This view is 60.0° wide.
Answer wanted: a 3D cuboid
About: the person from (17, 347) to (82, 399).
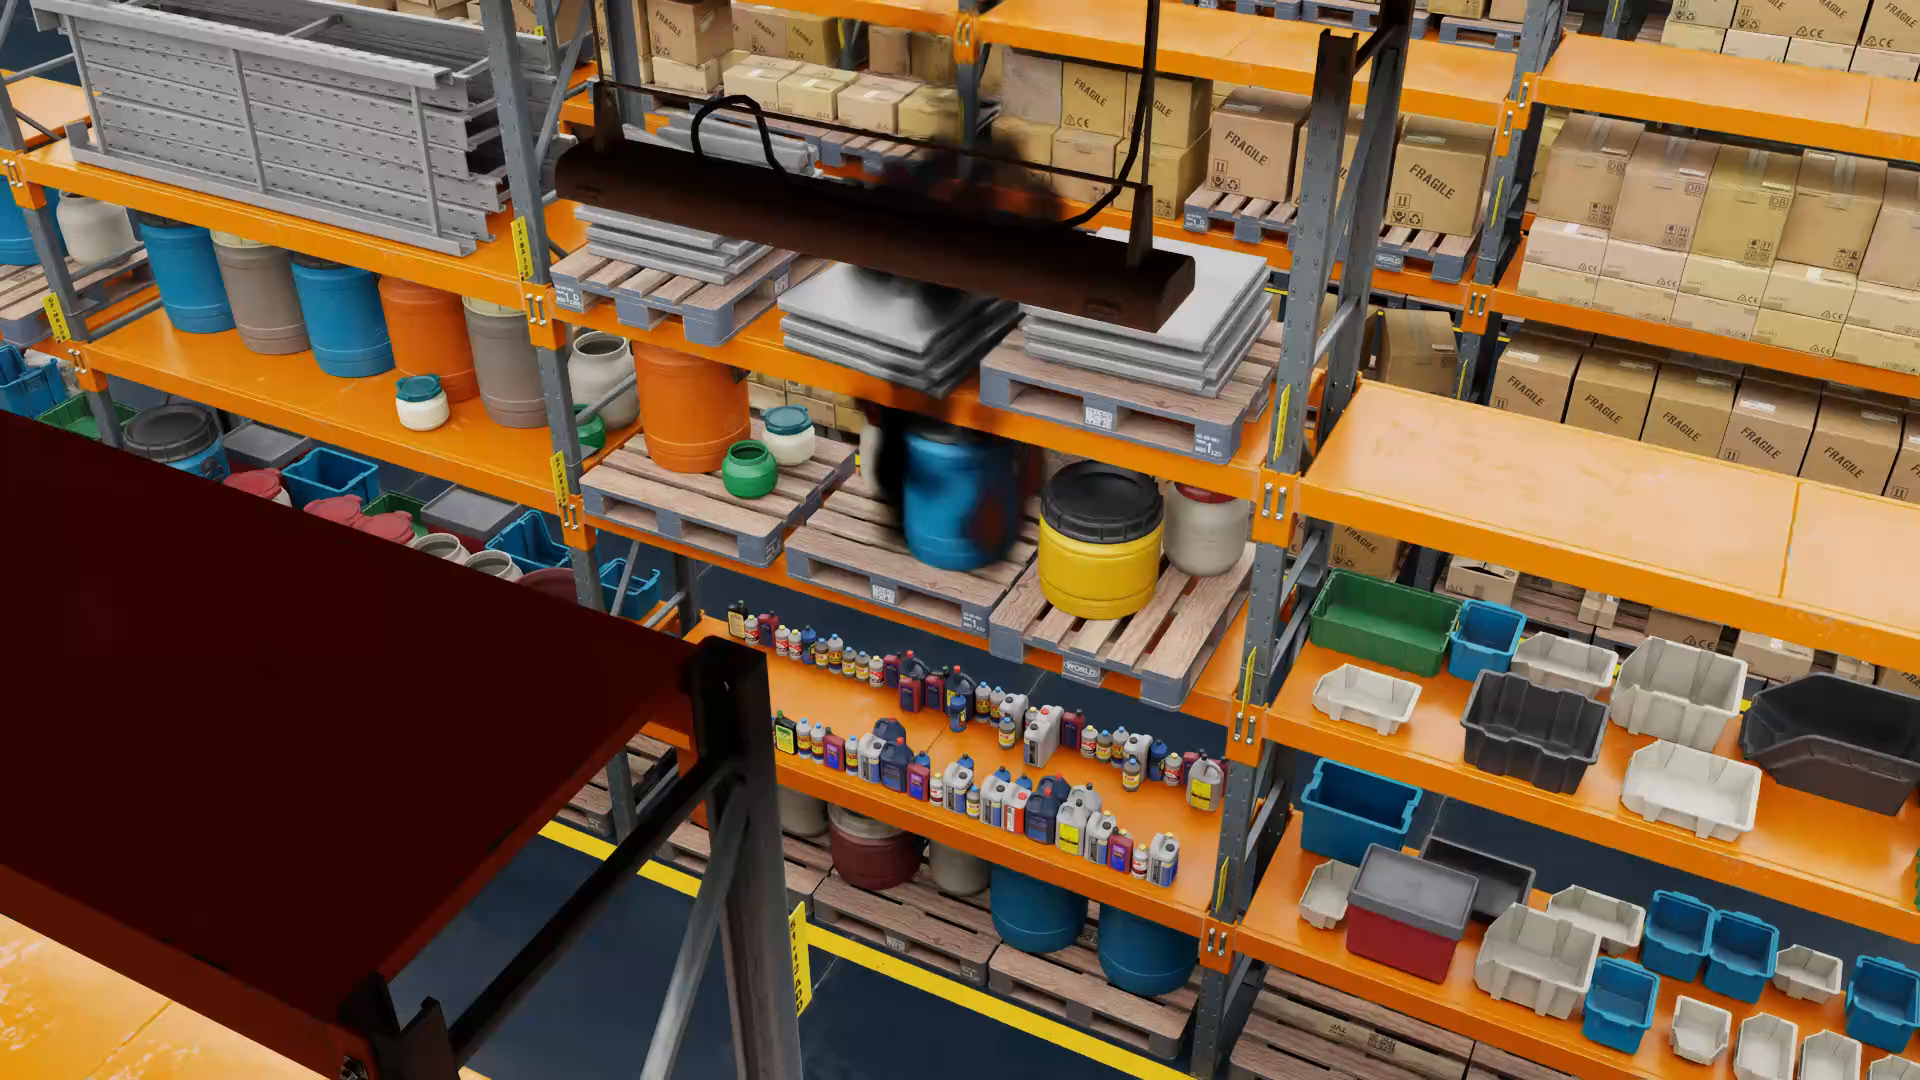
[{"bbox_3d":[-8.008,-1.599,14.589,0.854,1.772,0.704,14,37,18],"label":"person"}]
